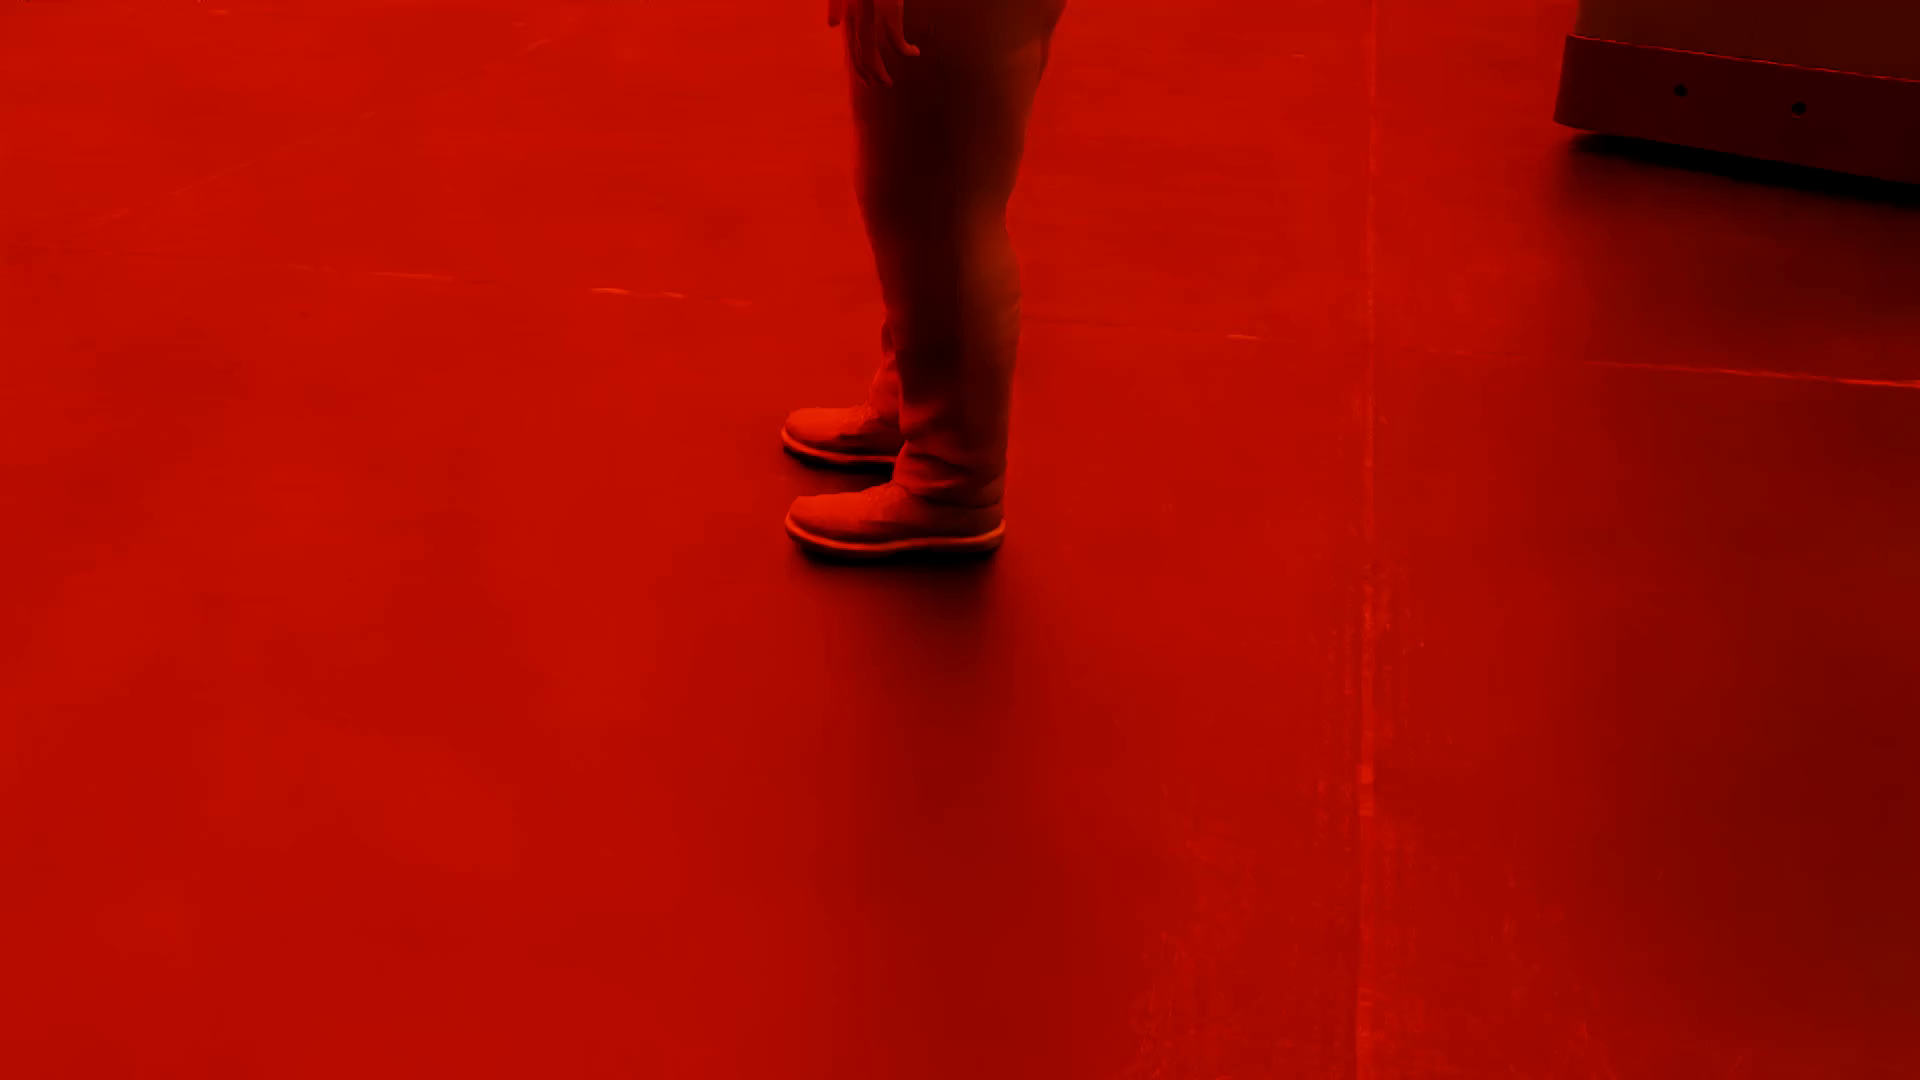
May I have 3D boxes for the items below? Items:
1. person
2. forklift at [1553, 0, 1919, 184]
[{"bbox_3d":[-0.085,-0.792,2.135,0.550,1.727,0.640,6,27,11],"label":"person"},{"bbox_3d":[3.057,-2.744,4.685,1.130,2.935,3.031,24,35,38],"label":"forklift"}]
